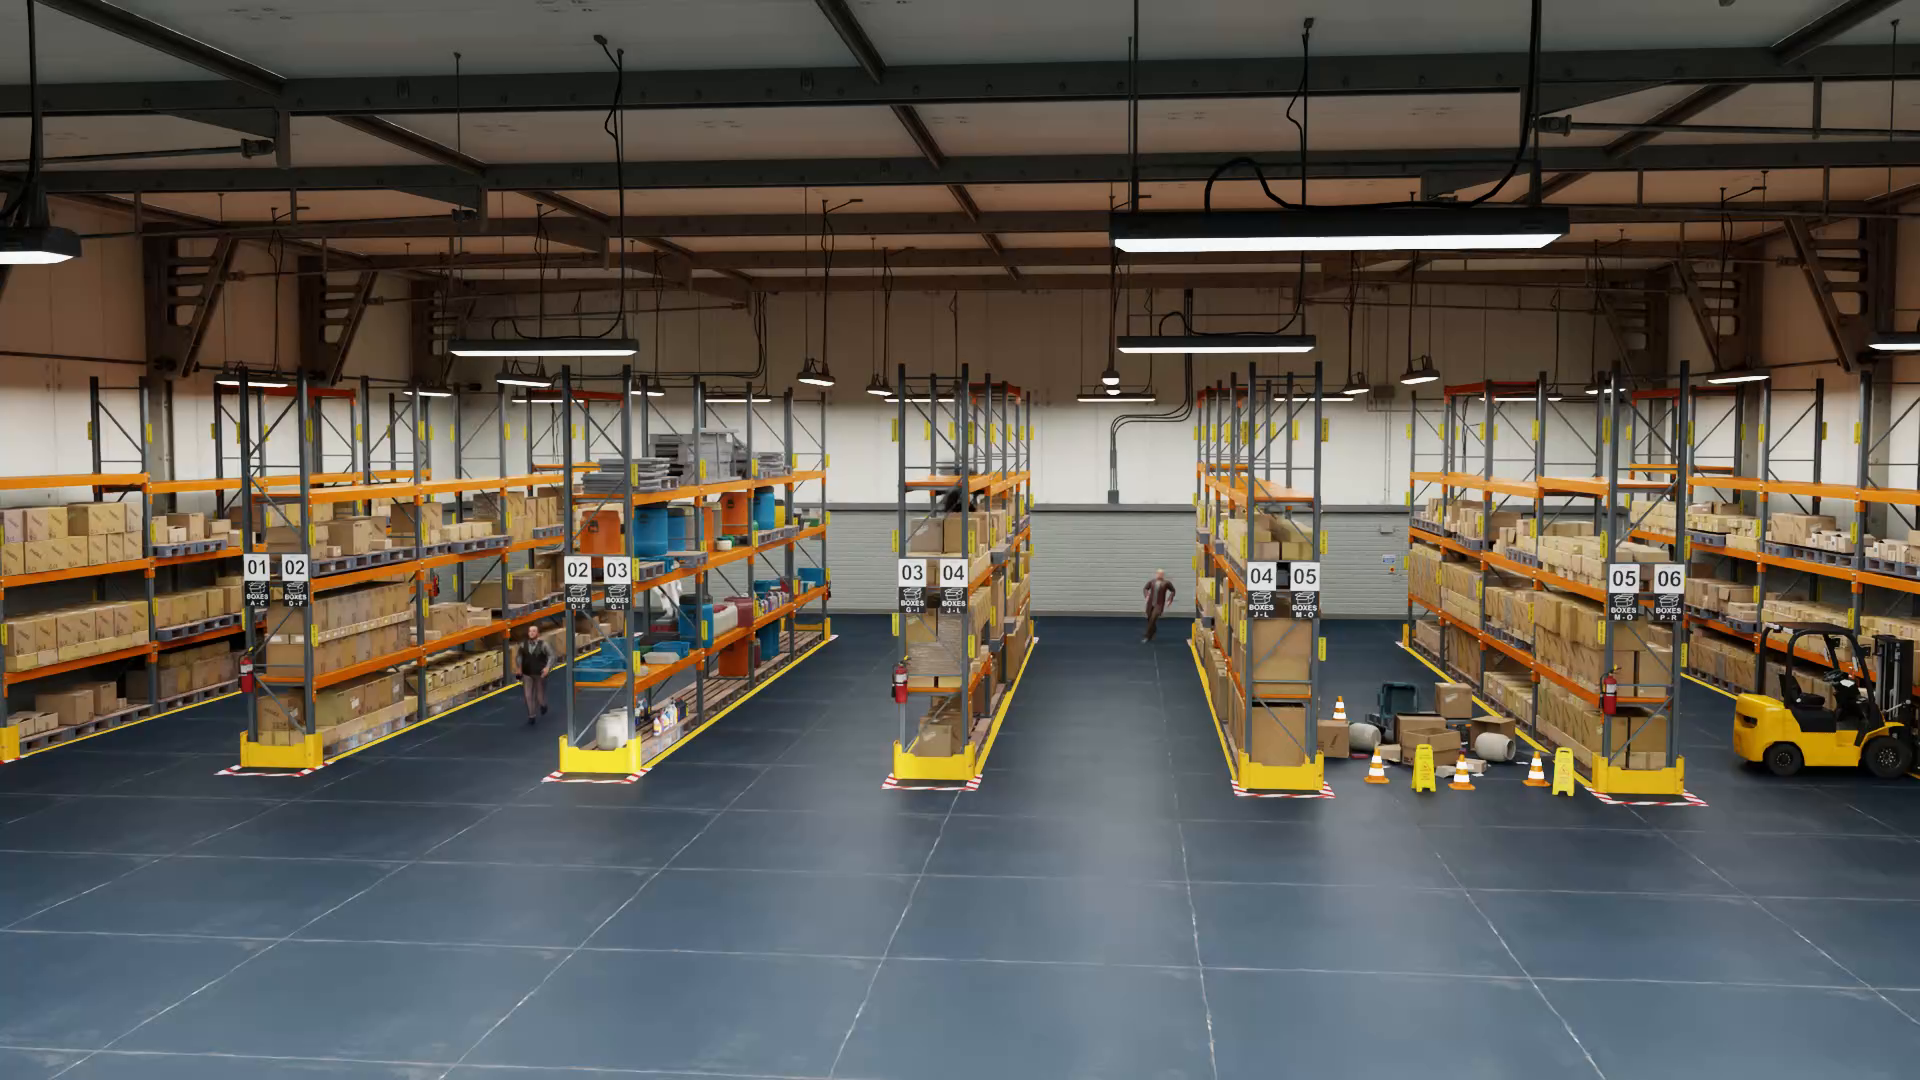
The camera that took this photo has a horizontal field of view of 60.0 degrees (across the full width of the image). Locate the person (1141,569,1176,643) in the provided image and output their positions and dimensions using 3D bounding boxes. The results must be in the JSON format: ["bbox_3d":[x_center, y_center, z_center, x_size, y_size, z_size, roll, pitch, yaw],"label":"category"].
[{"bbox_3d":[4.706,1.564,39.723,0.769,1.742,1.050,2,4,30],"label":"person"}]

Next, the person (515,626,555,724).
[{"bbox_3d":[-7.343,2.319,28.724,0.700,1.681,0.685,0,4,-2],"label":"person"}]

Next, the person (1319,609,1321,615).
[{"bbox_3d":[7.268,1.840,35.259,0.666,1.840,0.810,0,4,-1],"label":"person"}]

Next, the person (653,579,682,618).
[{"bbox_3d":[-7.330,1.480,41.838,0.714,1.700,0.621,-2,4,-27],"label":"person"}]
